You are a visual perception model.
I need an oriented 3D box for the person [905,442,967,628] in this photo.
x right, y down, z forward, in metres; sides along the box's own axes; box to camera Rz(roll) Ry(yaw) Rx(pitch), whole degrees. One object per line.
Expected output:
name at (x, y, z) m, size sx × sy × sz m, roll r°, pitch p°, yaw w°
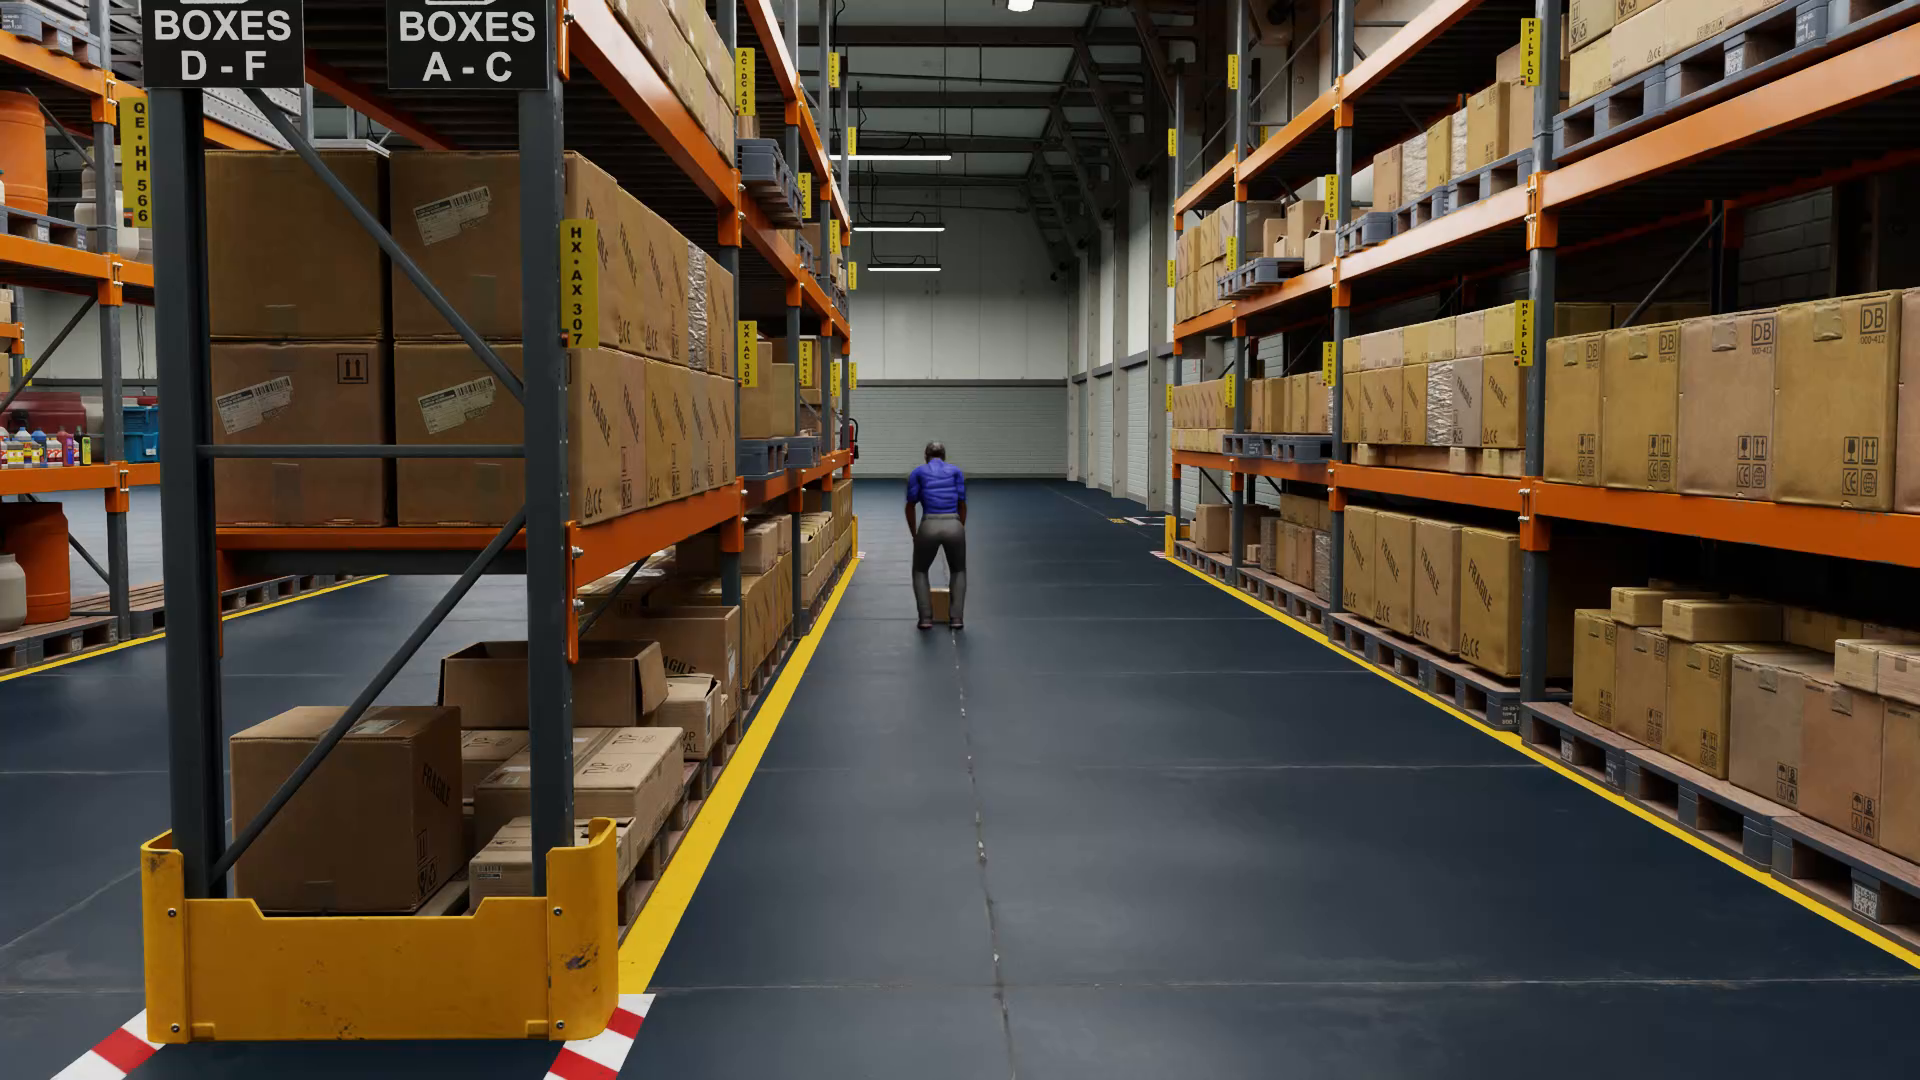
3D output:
person at (-0.188, -0.035, 13.093) m, size 0.490 × 1.465 × 0.556 m, roll 0°, pitch 4°, yaw -1°
